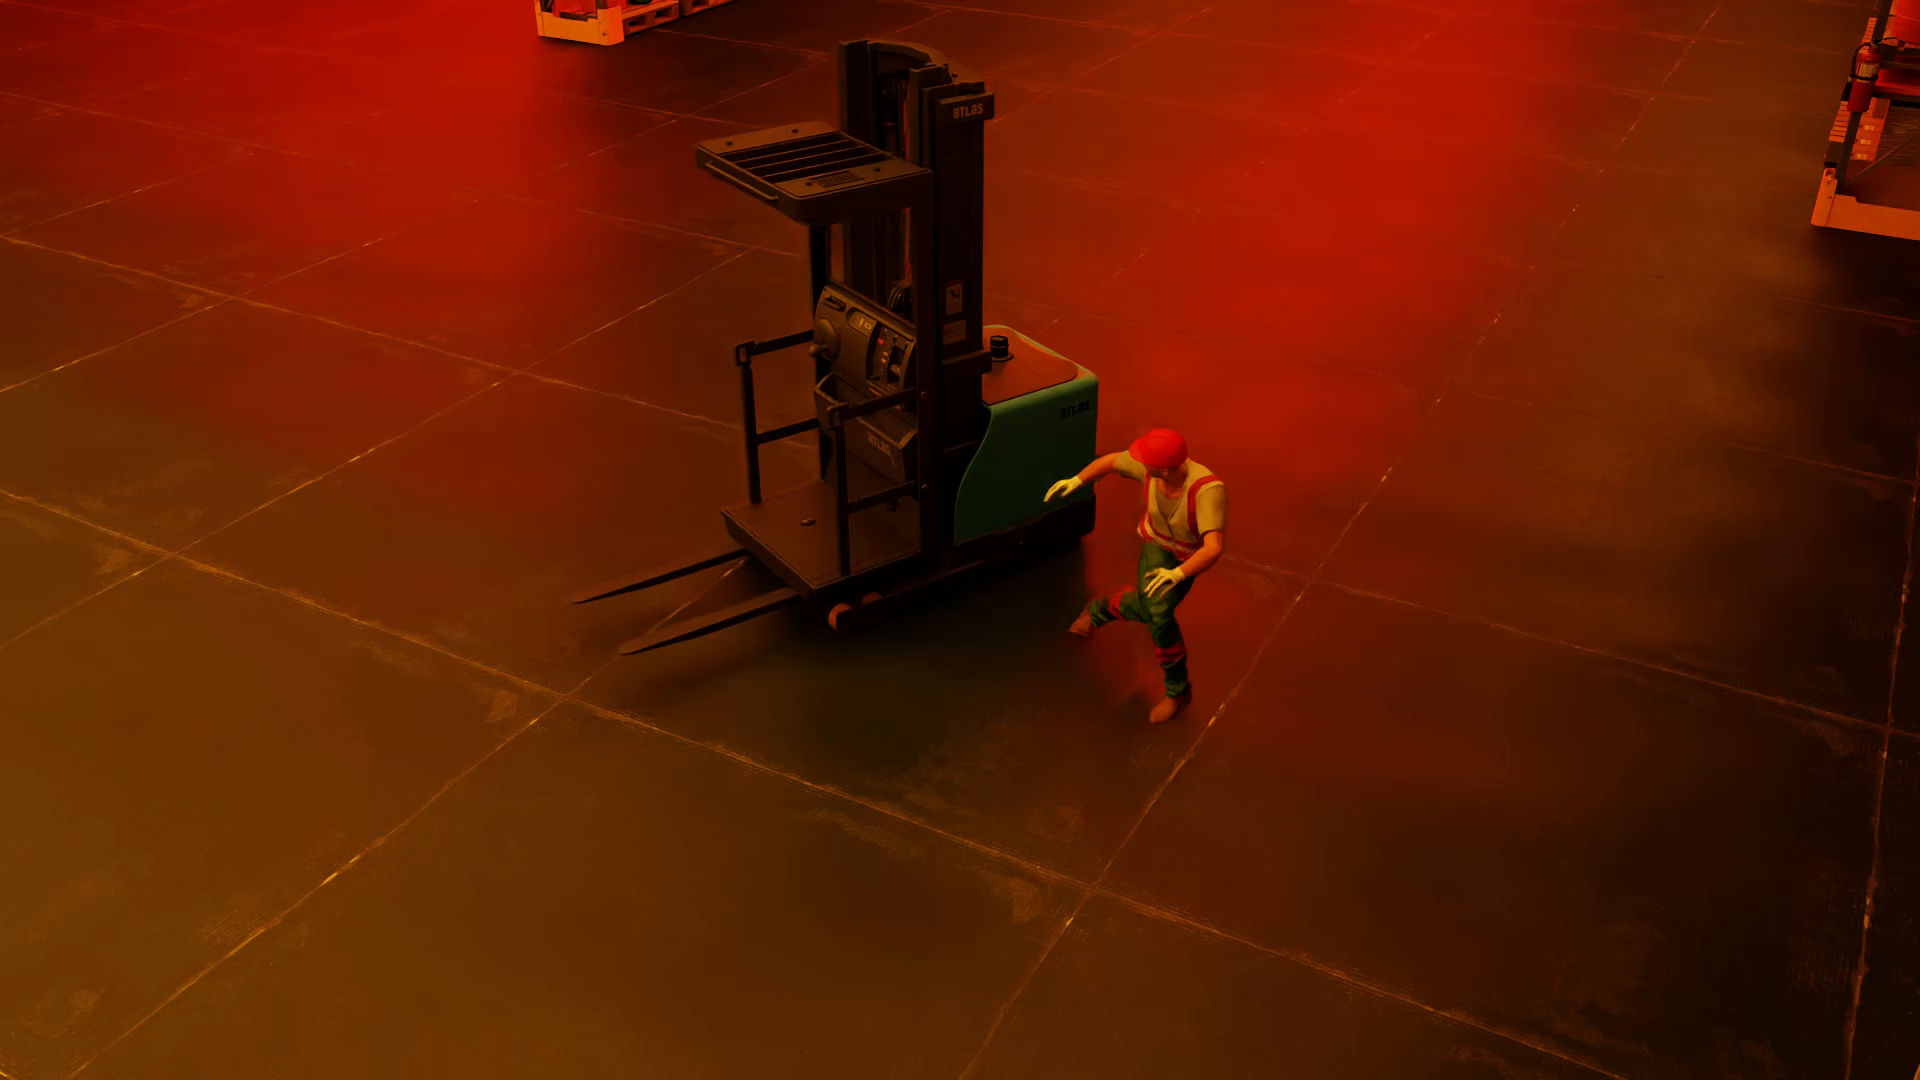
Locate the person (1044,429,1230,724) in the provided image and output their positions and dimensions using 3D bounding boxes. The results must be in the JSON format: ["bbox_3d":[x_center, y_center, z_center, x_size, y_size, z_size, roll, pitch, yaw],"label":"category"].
[{"bbox_3d":[0.850,0.122,8.292,0.938,1.555,1.112,7,31,12],"label":"person"}]

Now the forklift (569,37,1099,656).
[{"bbox_3d":[-0.691,-1.057,8.902,3.031,2.935,1.130,-19,35,-30],"label":"forklift"}]
